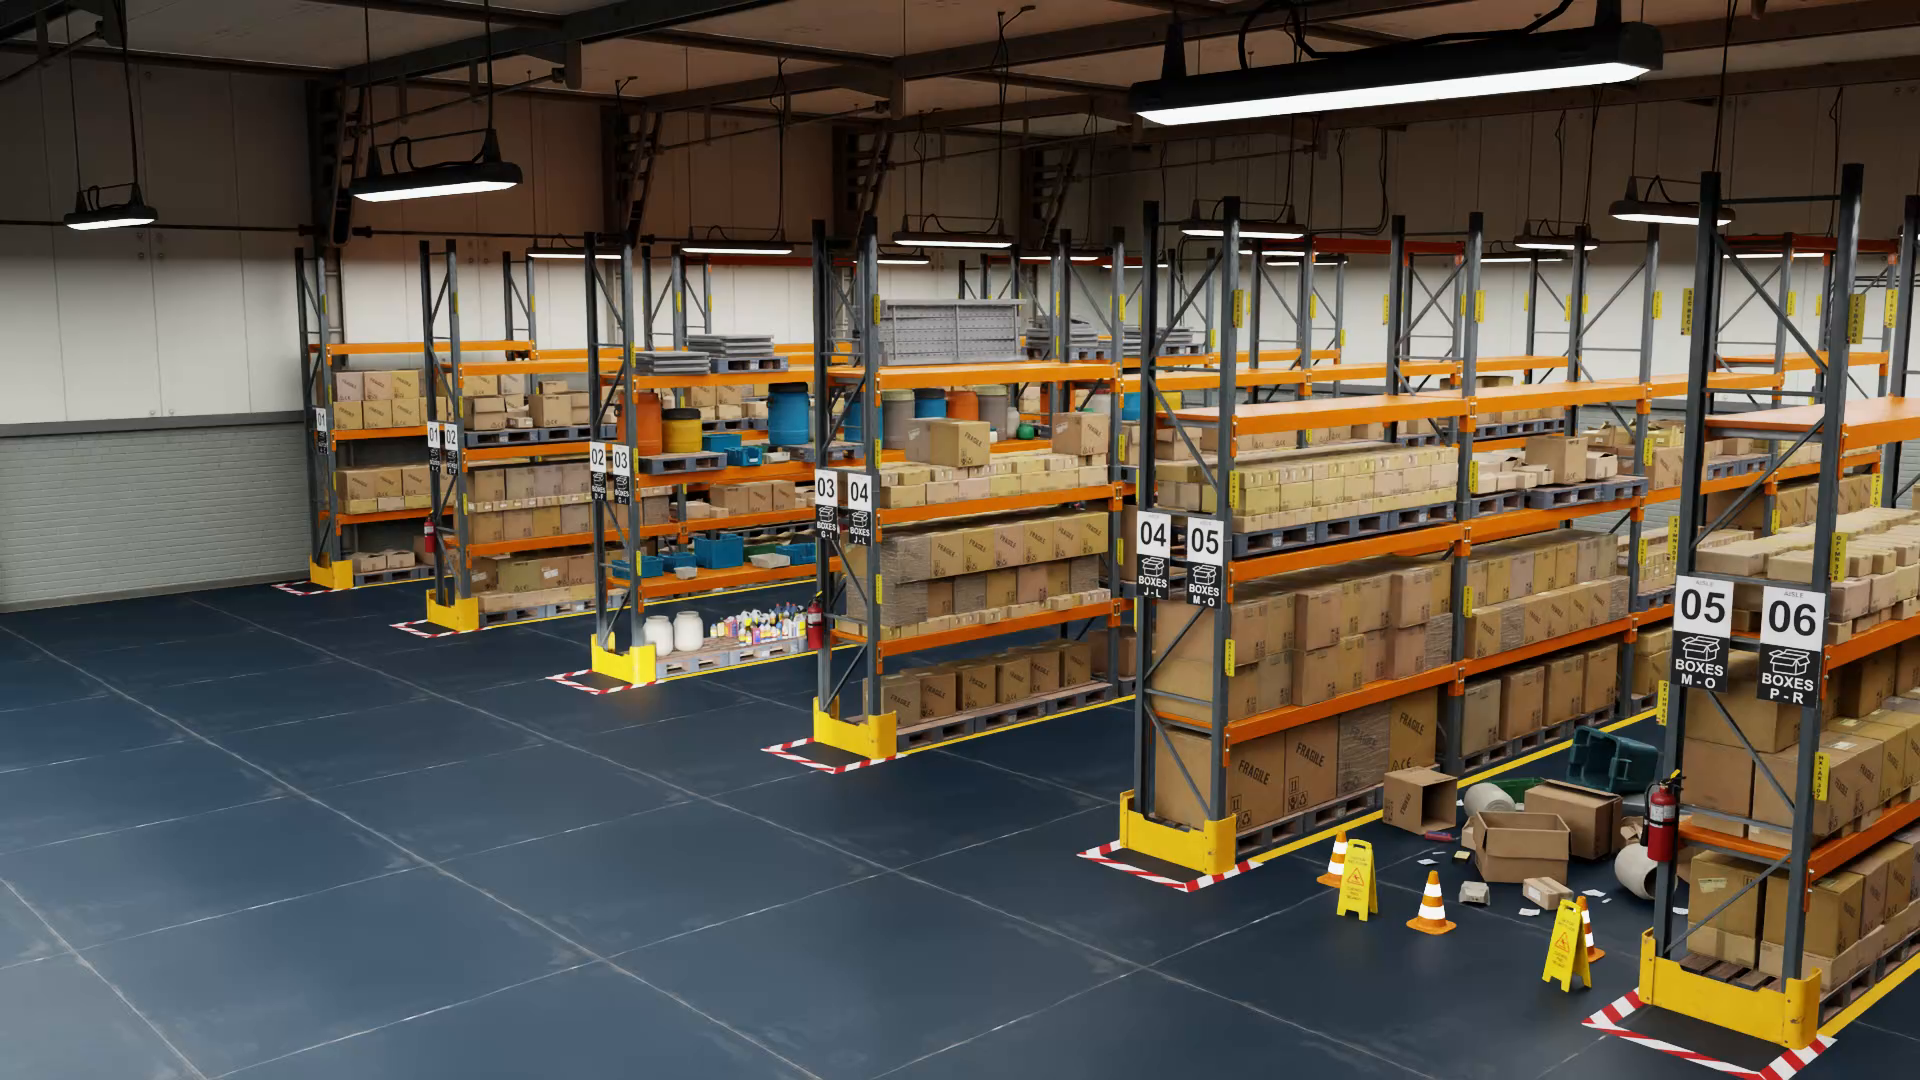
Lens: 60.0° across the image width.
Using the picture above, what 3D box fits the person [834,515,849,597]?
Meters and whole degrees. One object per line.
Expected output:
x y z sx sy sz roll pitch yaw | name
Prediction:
-1.845 0.283 26.712 0.593 1.709 1.018 -8 12 -43 | person
